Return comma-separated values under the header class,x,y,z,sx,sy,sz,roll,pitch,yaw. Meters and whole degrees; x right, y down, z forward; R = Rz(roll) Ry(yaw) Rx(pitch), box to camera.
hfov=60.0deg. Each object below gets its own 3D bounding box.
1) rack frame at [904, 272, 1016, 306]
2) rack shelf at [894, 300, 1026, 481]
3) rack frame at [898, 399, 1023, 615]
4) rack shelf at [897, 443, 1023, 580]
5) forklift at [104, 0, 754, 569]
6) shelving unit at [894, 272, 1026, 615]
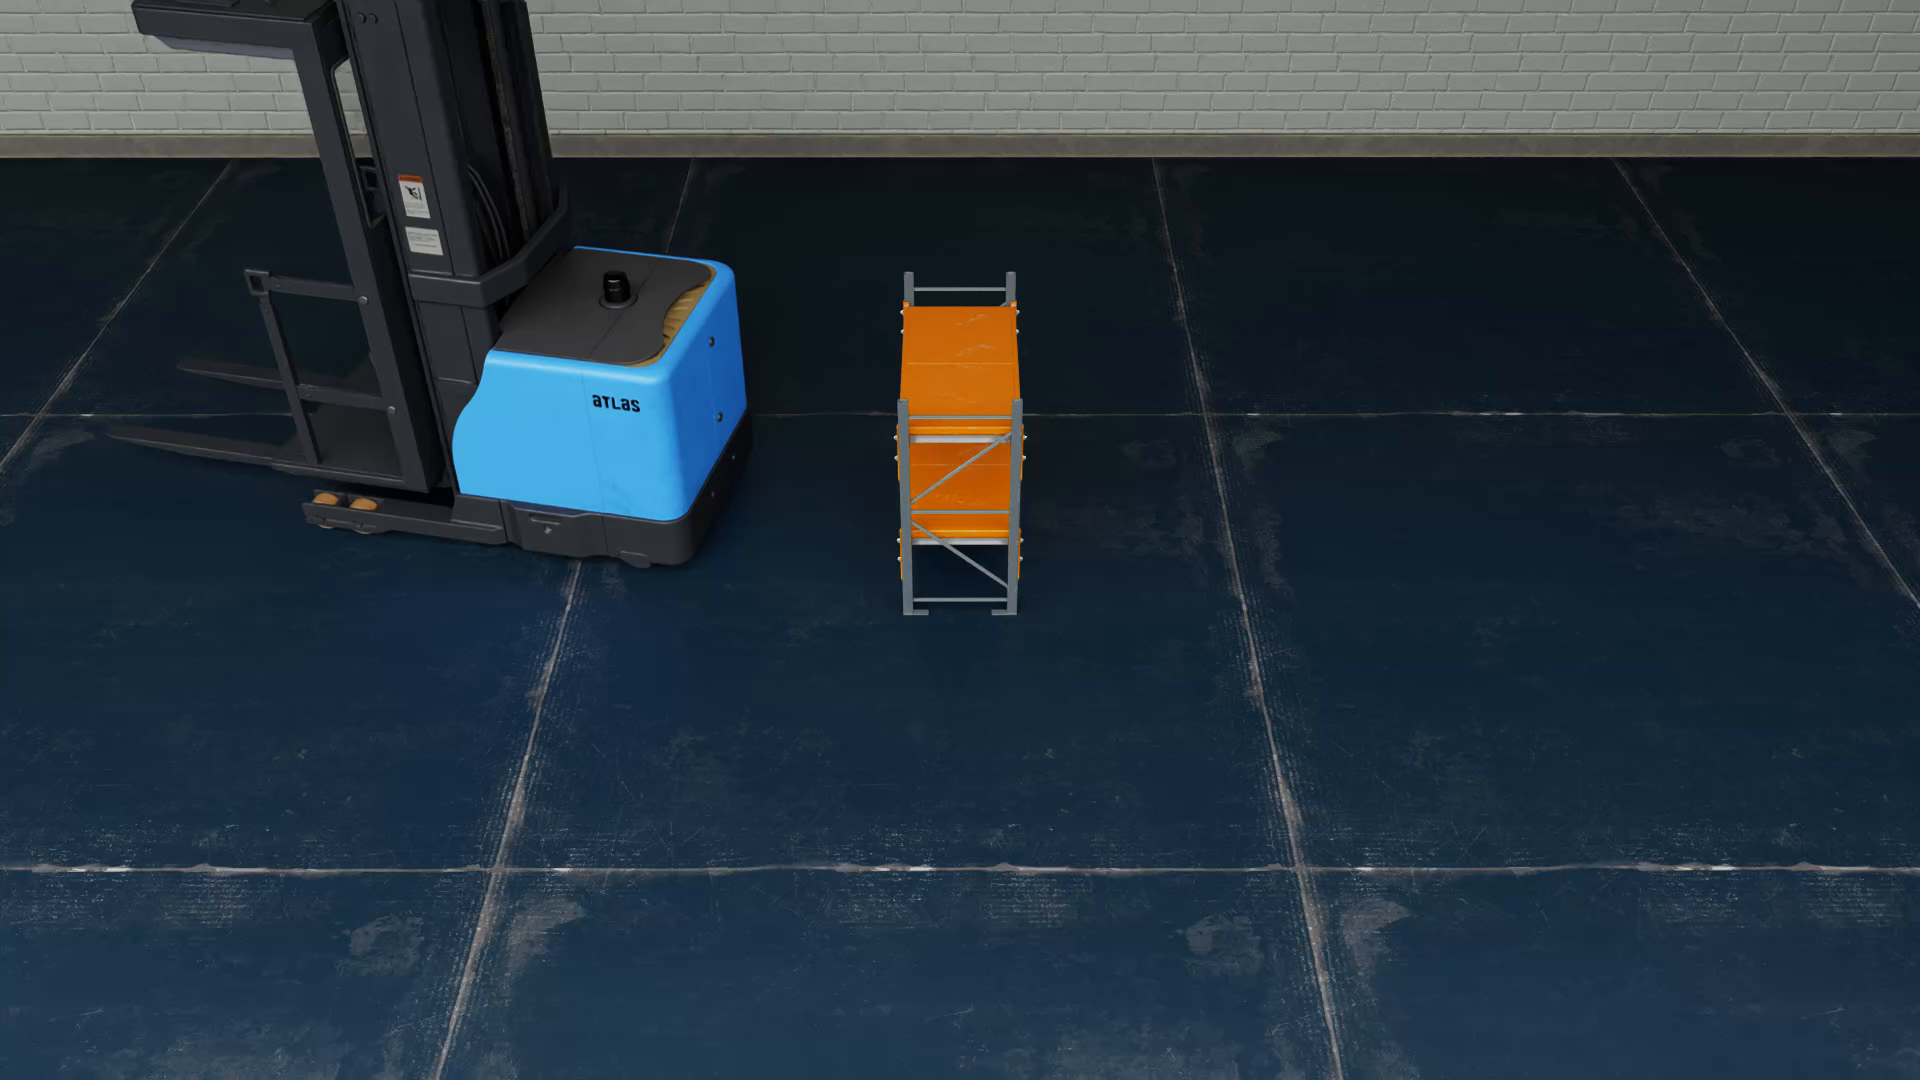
class,x,y,z,sx,sy,sz,roll,pitch,yaw
rack frame,-0.001,-0.753,7.790,0.500,1.125,0.032,0,39,0
rack shelf,0.000,-0.663,7.210,0.538,0.278,1.000,0,39,0
rack frame,0.001,-0.117,6.996,0.500,1.125,0.032,0,39,0
rack shelf,0.000,-0.244,7.546,0.538,0.278,1.000,0,39,0
forklift,-2.590,-1.485,7.259,3.031,2.935,1.130,8,39,10
shelving unit,0.000,-0.435,7.393,0.538,1.125,1.048,0,39,0
